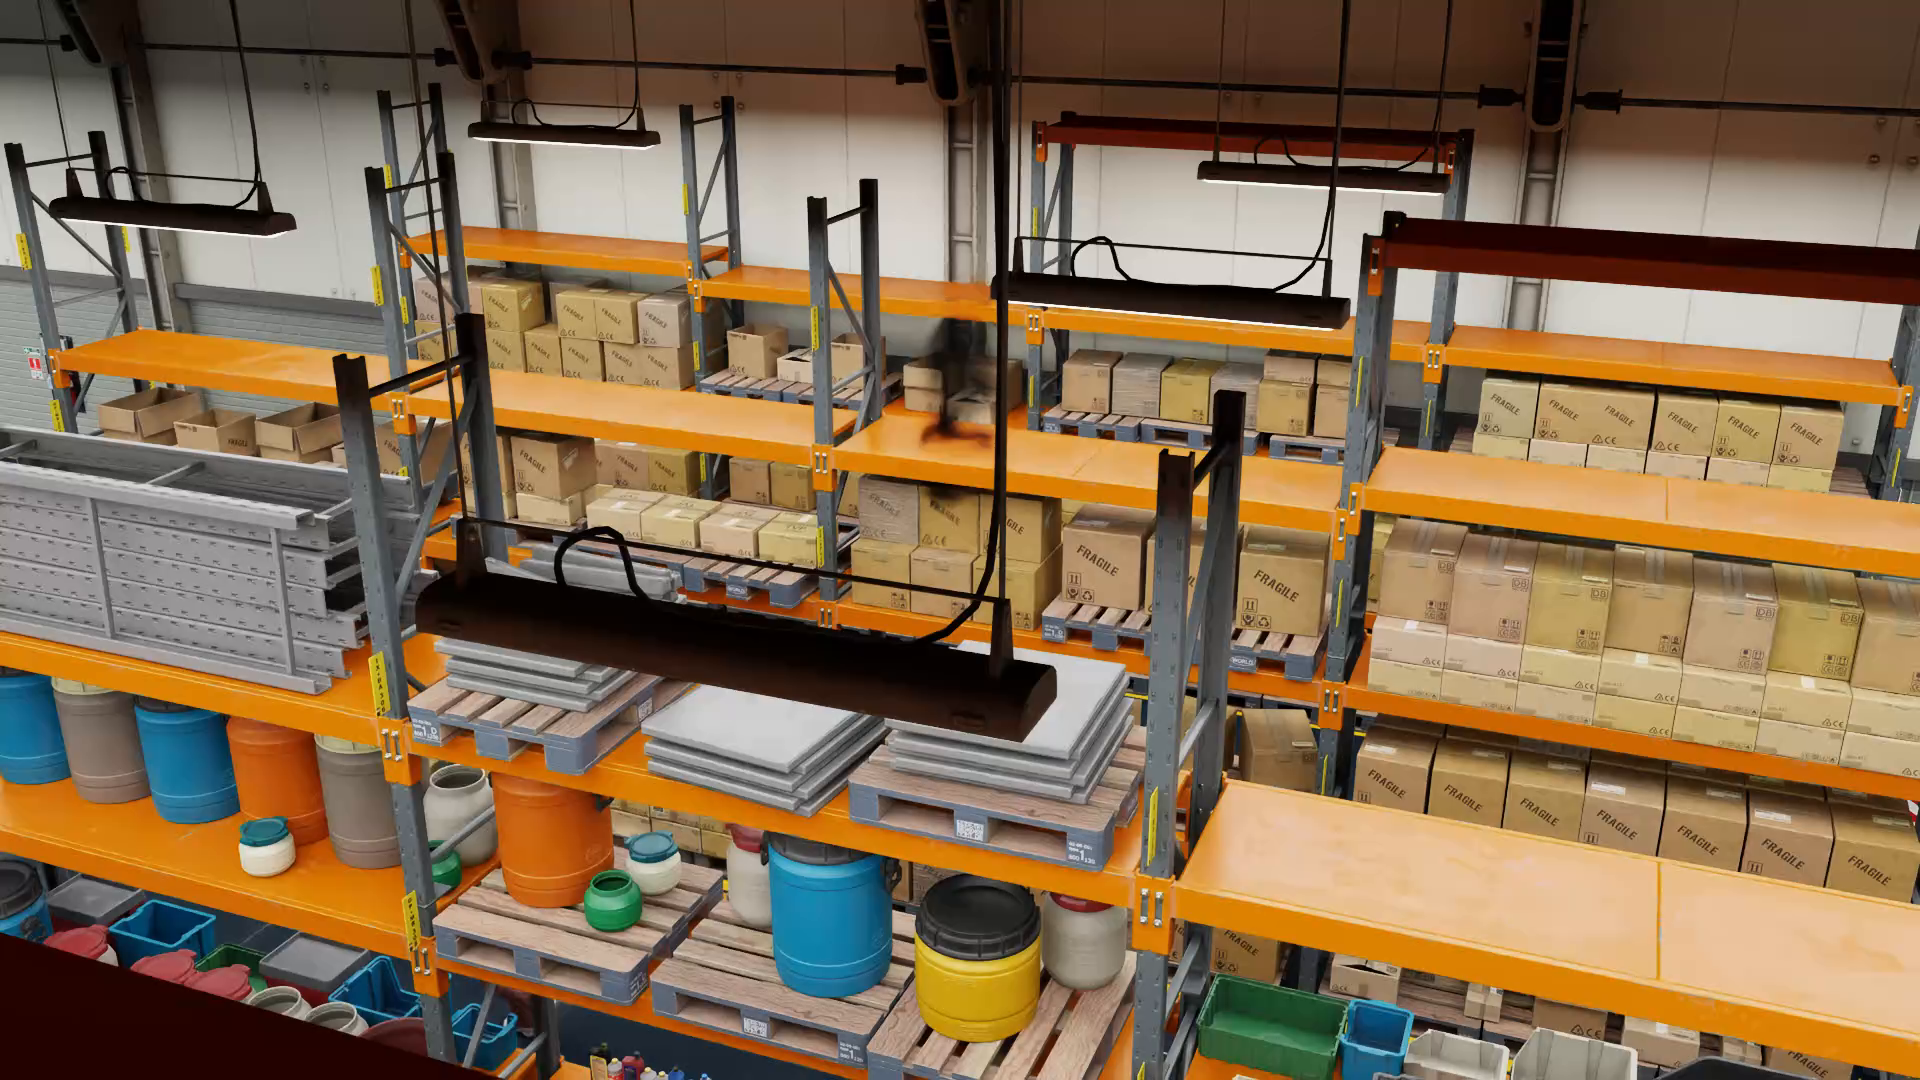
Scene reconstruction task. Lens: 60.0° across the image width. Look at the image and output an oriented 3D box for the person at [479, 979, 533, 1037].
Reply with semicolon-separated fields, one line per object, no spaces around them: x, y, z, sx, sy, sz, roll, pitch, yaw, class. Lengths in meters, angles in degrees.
-3.347;2.968;12.325;0.563;1.633;0.593;10;23;24;person
